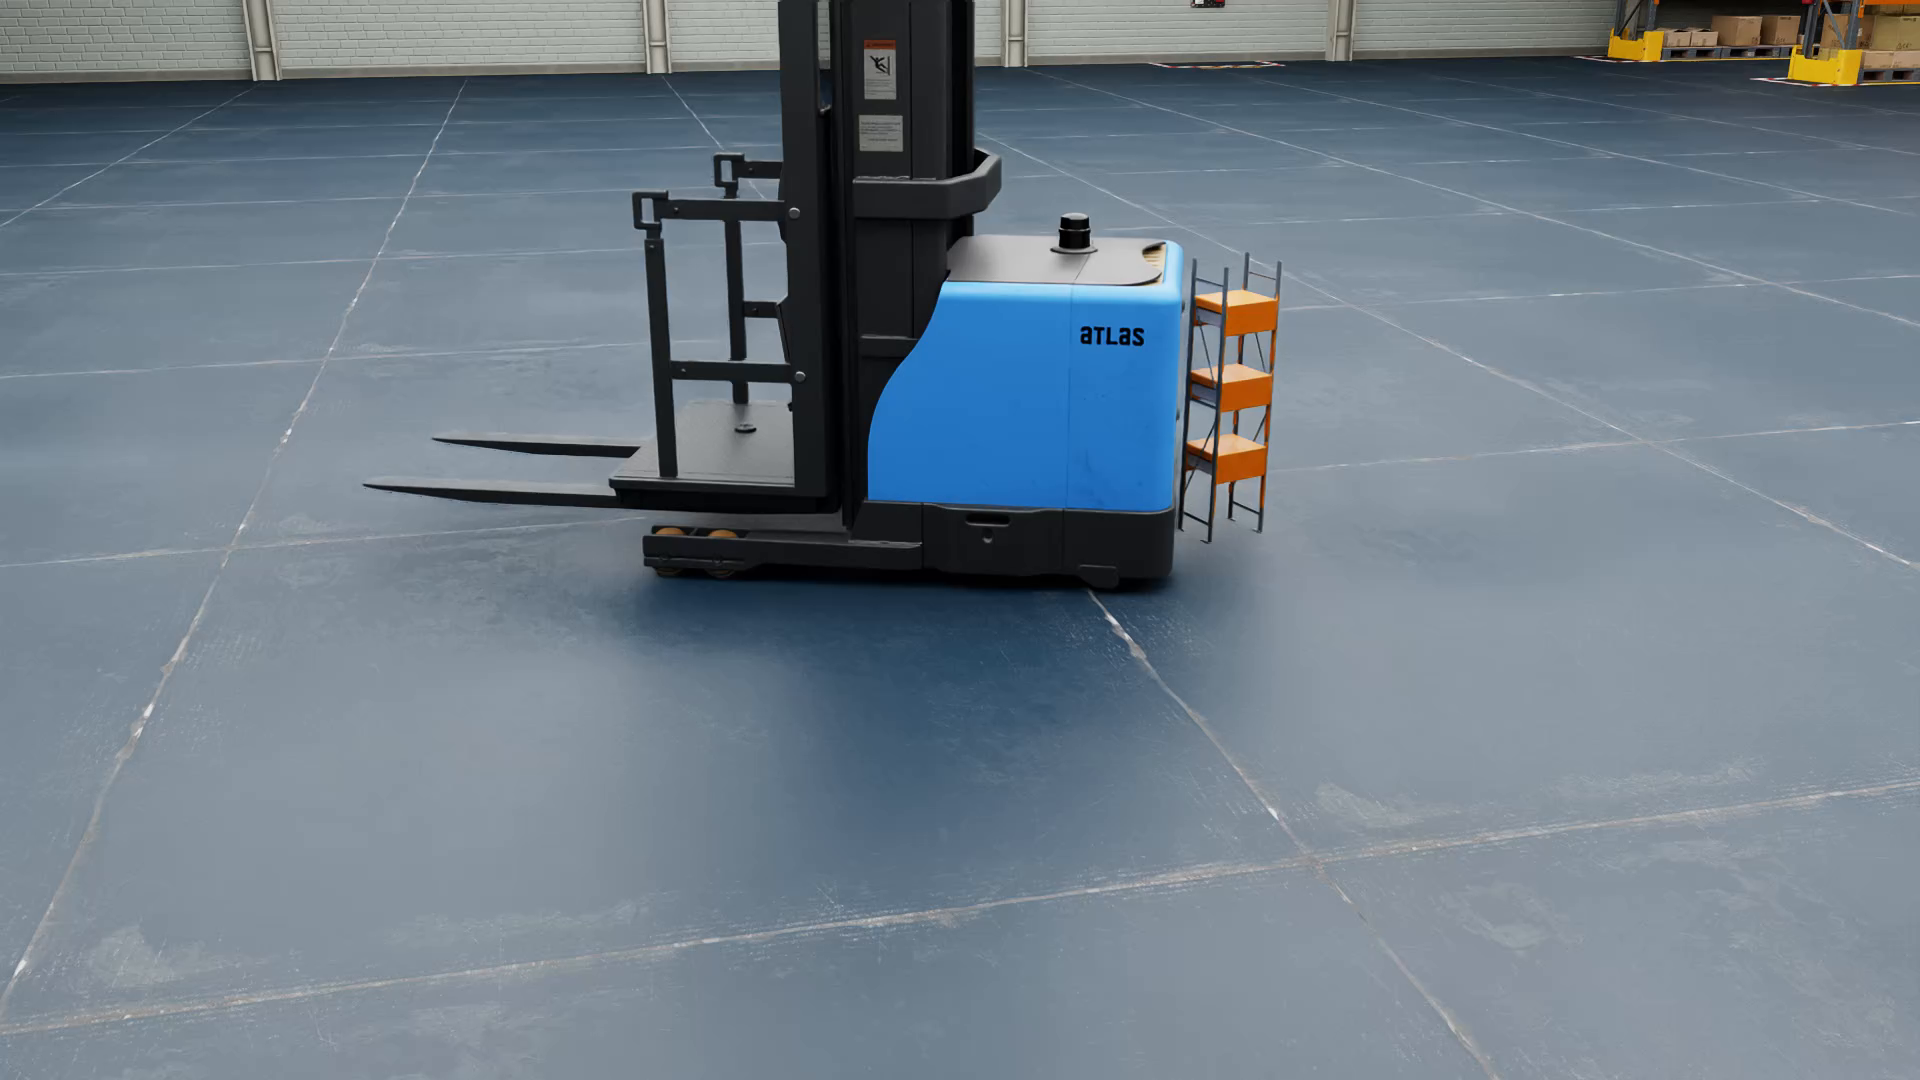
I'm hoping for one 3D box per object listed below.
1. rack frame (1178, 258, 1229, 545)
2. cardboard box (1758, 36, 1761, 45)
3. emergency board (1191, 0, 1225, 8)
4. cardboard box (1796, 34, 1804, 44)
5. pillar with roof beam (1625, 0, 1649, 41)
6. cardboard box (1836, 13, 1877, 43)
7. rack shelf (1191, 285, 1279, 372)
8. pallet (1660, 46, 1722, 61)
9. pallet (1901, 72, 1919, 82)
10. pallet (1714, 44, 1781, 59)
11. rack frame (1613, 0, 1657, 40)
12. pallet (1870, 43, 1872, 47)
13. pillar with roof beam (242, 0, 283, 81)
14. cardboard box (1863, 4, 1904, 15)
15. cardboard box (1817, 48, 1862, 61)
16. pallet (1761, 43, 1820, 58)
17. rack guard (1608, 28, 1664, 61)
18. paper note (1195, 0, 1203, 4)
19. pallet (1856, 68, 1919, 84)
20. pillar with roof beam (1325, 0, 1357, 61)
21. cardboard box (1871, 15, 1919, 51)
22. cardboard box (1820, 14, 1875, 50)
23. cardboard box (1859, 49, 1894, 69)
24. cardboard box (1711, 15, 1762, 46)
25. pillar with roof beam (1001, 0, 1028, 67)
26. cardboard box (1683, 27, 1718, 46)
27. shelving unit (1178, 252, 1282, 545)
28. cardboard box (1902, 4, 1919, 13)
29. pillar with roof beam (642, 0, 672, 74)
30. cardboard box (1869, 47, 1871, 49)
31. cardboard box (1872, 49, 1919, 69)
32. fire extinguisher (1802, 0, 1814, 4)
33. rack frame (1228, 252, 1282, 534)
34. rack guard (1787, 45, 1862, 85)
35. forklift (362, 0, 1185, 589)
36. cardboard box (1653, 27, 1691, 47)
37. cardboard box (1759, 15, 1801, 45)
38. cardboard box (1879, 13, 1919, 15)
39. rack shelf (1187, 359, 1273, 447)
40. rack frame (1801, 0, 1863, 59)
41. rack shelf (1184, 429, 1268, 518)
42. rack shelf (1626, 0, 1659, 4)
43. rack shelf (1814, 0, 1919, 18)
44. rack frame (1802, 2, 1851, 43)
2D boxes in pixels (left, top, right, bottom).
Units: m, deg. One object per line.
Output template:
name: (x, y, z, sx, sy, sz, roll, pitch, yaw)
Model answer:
rack frame: (0.898, -0.505, 6.162, 0.008, 1.050, 0.200, -11, 24, -28)
cardboard box: (14.451, -9.183, 30.528, 0.250, 0.149, 0.380, -6, 21, -17)
emergency board: (4.349, -9.806, 28.723, 0.643, 1.169, 0.194, -5, 21, -12)
cardboard box: (15.499, -9.259, 30.709, 0.250, 0.166, 0.380, -7, 21, -20)
pillar with roof beam: (13.593, -11.840, 25.553, 0.400, 9.000, 9.100, -5, 21, -12)
cardboard box: (16.725, -9.532, 30.969, 0.500, 0.500, 0.700, -4, 20, -11)
rack shelf: (1.005, -0.781, 6.124, 0.240, 0.259, 0.215, -11, 24, -28)
pallet: (12.992, -8.868, 30.216, 1.213, 0.211, 1.003, -5, 21, -12)
pallet: (15.183, -7.321, 25.994, 1.213, 0.211, 1.003, -5, 21, -12)
pallet: (14.177, -8.963, 30.476, 1.213, 0.211, 1.003, -5, 21, -12)
rack frame: (12.120, -10.119, 29.577, 0.127, 3.000, 1.000, -5, 21, -12)
pallet: (16.770, -9.188, 31.090, 1.213, 0.211, 1.003, -5, 21, -12)
pillar with roof beam: (-9.763, -9.940, 20.367, 0.400, 9.000, 9.100, -5, 21, -12)
cardboard box: (17.153, -9.920, 30.939, 0.500, 0.250, 0.500, -5, 21, -14)
cardboard box: (13.717, -7.508, 25.837, 0.500, 0.250, 0.500, -5, 21, -12)
pallet: (15.367, -9.061, 30.743, 1.213, 0.211, 1.003, -5, 21, -12)
rack guard: (12.194, -8.951, 30.023, 0.348, 0.500, 1.175, -5, 21, -12)
paper note: (4.161, -9.401, 28.899, 0.142, 0.148, 0.016, -5, 21, -12)
pallet: (13.998, -7.226, 25.734, 1.213, 0.211, 1.003, -5, 21, -12)
pillar with roof beam: (7.754, -11.365, 24.256, 0.400, 9.000, 9.100, -5, 21, -12)
cardboard box: (14.322, -7.727, 25.345, 0.500, 0.500, 0.500, -5, 21, -12)
cardboard box: (13.717, -7.861, 25.710, 0.500, 0.500, 0.500, -5, 21, -12)
cardboard box: (13.836, -7.335, 25.364, 0.500, 0.250, 0.500, -5, 21, -12)
cardboard box: (14.094, -9.263, 30.234, 0.500, 0.500, 0.700, -6, 21, -16)
pillar with roof beam: (1.915, -10.890, 22.960, 0.400, 9.000, 9.100, -5, 21, -12)
cardboard box: (13.369, -9.132, 30.154, 0.500, 0.311, 0.500, -3, 20, -8)
shelving unit: (1.004, -0.526, 6.220, 0.252, 1.050, 0.215, -11, 24, -28)
cardboard box: (17.658, -9.962, 31.055, 0.500, 0.250, 0.500, -5, 21, -14)
pillar with roof beam: (-3.924, -10.415, 21.663, 0.400, 9.000, 9.100, -5, 21, -12)
cardboard box: (14.201, -7.552, 25.956, 0.500, 0.250, 0.500, -5, 21, -12)
cardboard box: (14.322, -7.376, 25.475, 0.500, 0.250, 0.500, -5, 21, -12)
fire extinguisher: (13.041, -8.571, 25.463, 0.183, 0.674, 0.296, -5, 21, -12)
rack frame: (1.109, -0.547, 6.277, 0.008, 1.050, 0.200, -11, 24, -28)
rack guard: (13.240, -7.285, 25.475, 0.348, 0.500, 1.175, -5, 21, -12)
forklift: (-0.700, -1.419, 5.927, 3.031, 2.935, 1.130, 3, 20, 7)
cardboard box: (12.814, -9.087, 30.031, 0.500, 0.311, 0.500, -7, 21, -19)
cardboard box: (15.012, -9.373, 30.534, 0.500, 0.500, 0.500, -6, 21, -17)
cardboard box: (14.686, -7.945, 25.940, 0.500, 0.500, 0.500, -5, 21, -12)
rack shelf: (1.004, -0.516, 6.224, 0.240, 0.259, 0.215, -11, 24, -28)
rack frame: (13.263, -8.461, 25.051, 0.127, 3.000, 1.000, -5, 21, -12)
rack shelf: (1.002, -0.256, 6.322, 0.240, 0.259, 0.215, -11, 24, -28)
rack shelf: (14.066, -9.939, 30.132, 4.000, 0.370, 1.077, -5, 21, -12)
rack shelf: (15.210, -8.281, 25.607, 4.000, 0.370, 1.077, -5, 21, -12)
rack frame: (16.012, -10.435, 30.441, 0.127, 3.000, 1.000, -5, 21, -12)
